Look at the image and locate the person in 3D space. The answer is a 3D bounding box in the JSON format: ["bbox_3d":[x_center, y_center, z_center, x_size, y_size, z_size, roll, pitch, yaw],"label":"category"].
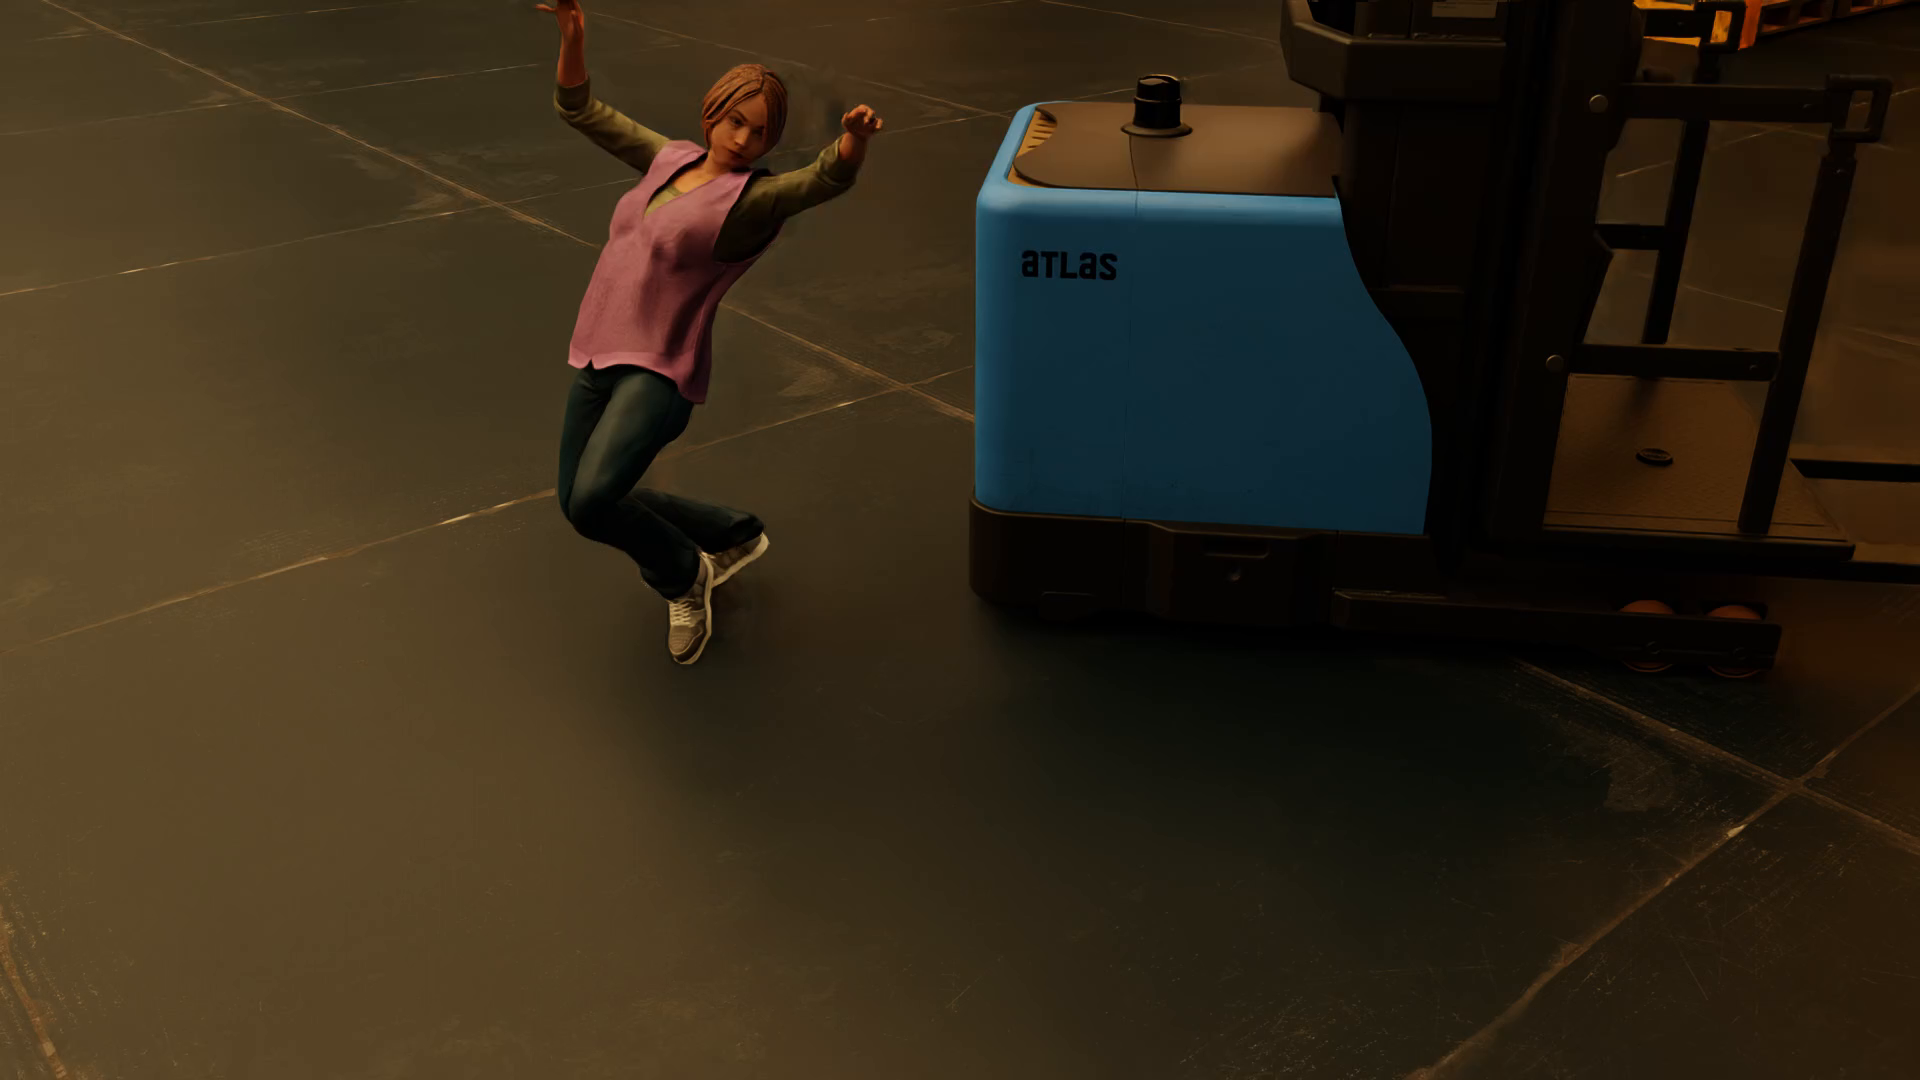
[{"bbox_3d":[-0.582,-0.417,3.661,0.715,1.505,0.932,-22,34,-37],"label":"person"}]

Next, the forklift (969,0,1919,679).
[{"bbox_3d":[1.580,-1.244,3.711,3.031,2.935,1.130,3,27,7],"label":"forklift"}]
